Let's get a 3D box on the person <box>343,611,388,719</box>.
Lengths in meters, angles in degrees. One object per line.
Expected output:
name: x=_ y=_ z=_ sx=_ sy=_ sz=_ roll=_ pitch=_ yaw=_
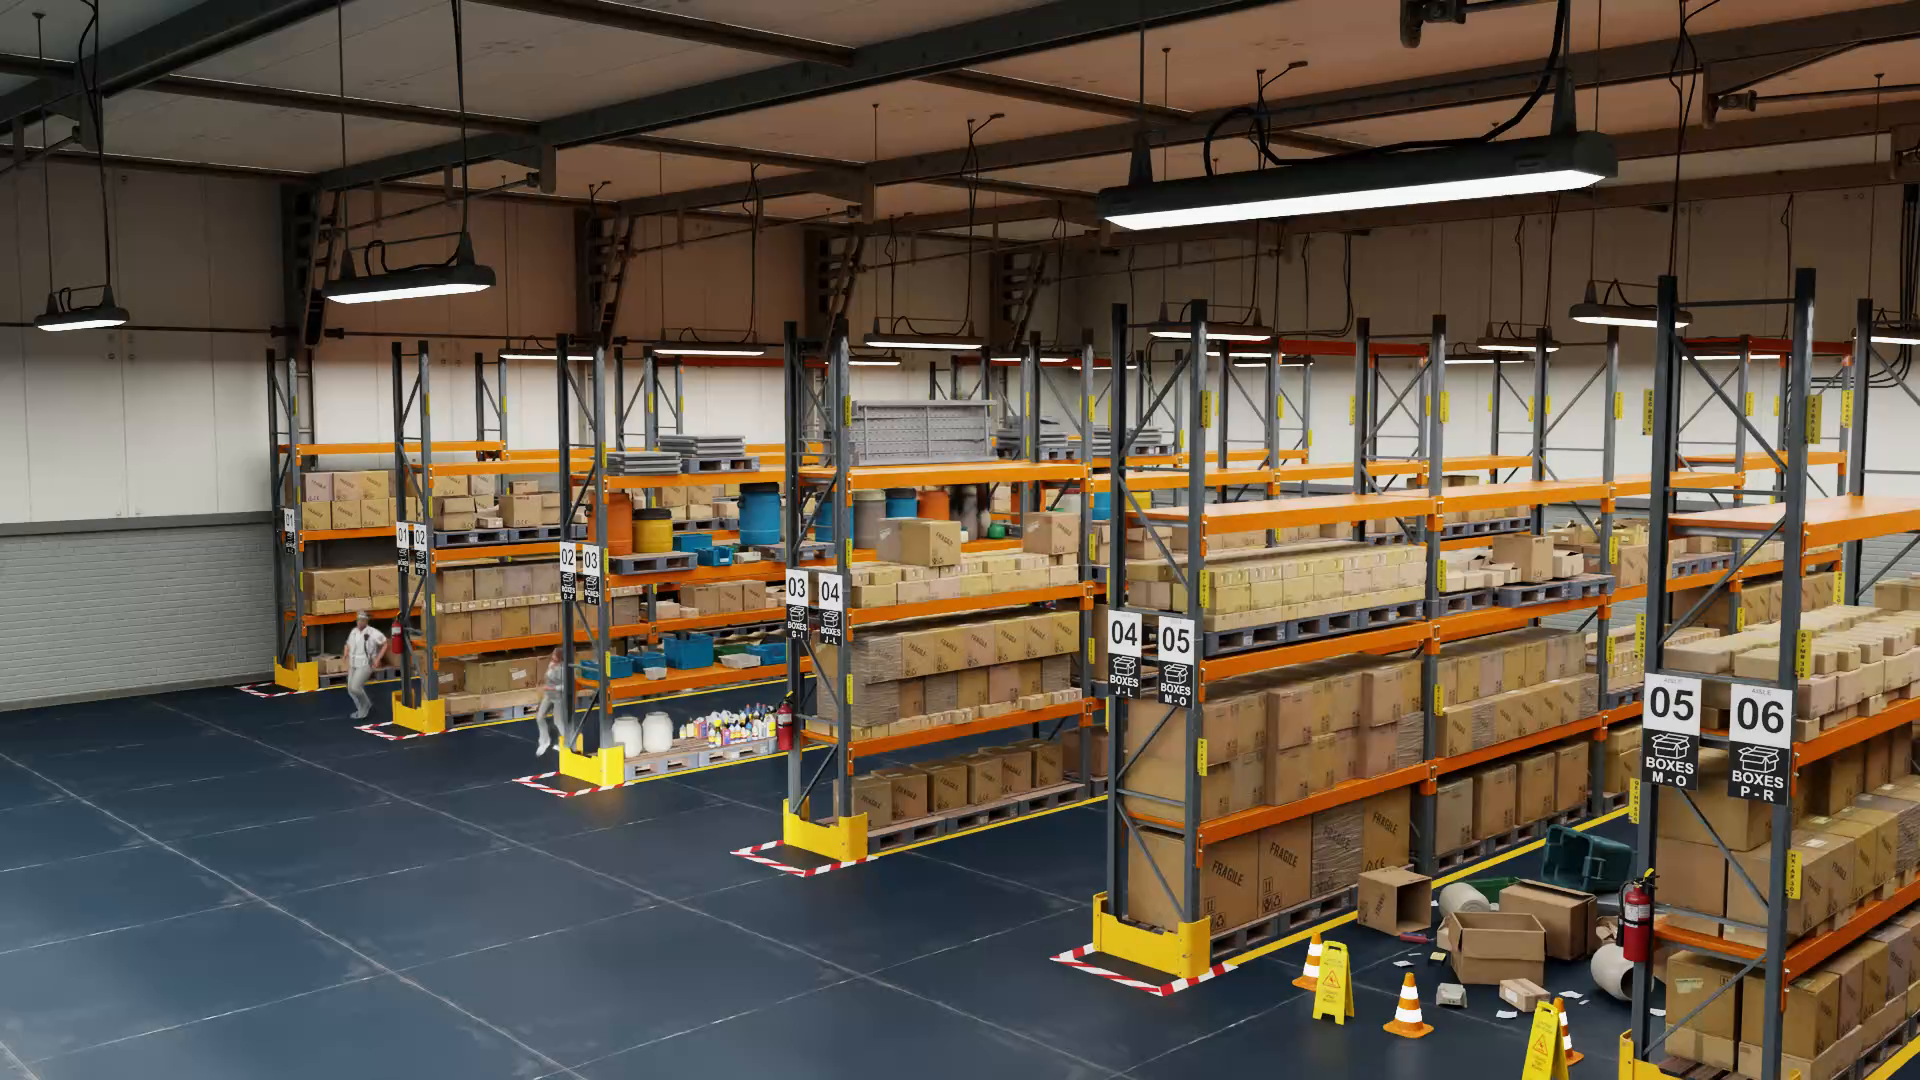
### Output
person: x=-9.573 y=2.008 z=26.586 sx=0.712 sy=1.768 sz=0.554 roll=2 pitch=5 yaw=23

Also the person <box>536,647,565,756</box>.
person: x=-5.791 y=2.315 z=23.928 sx=0.528 sy=1.598 sz=0.653 roll=3 pitch=6 yaw=33
